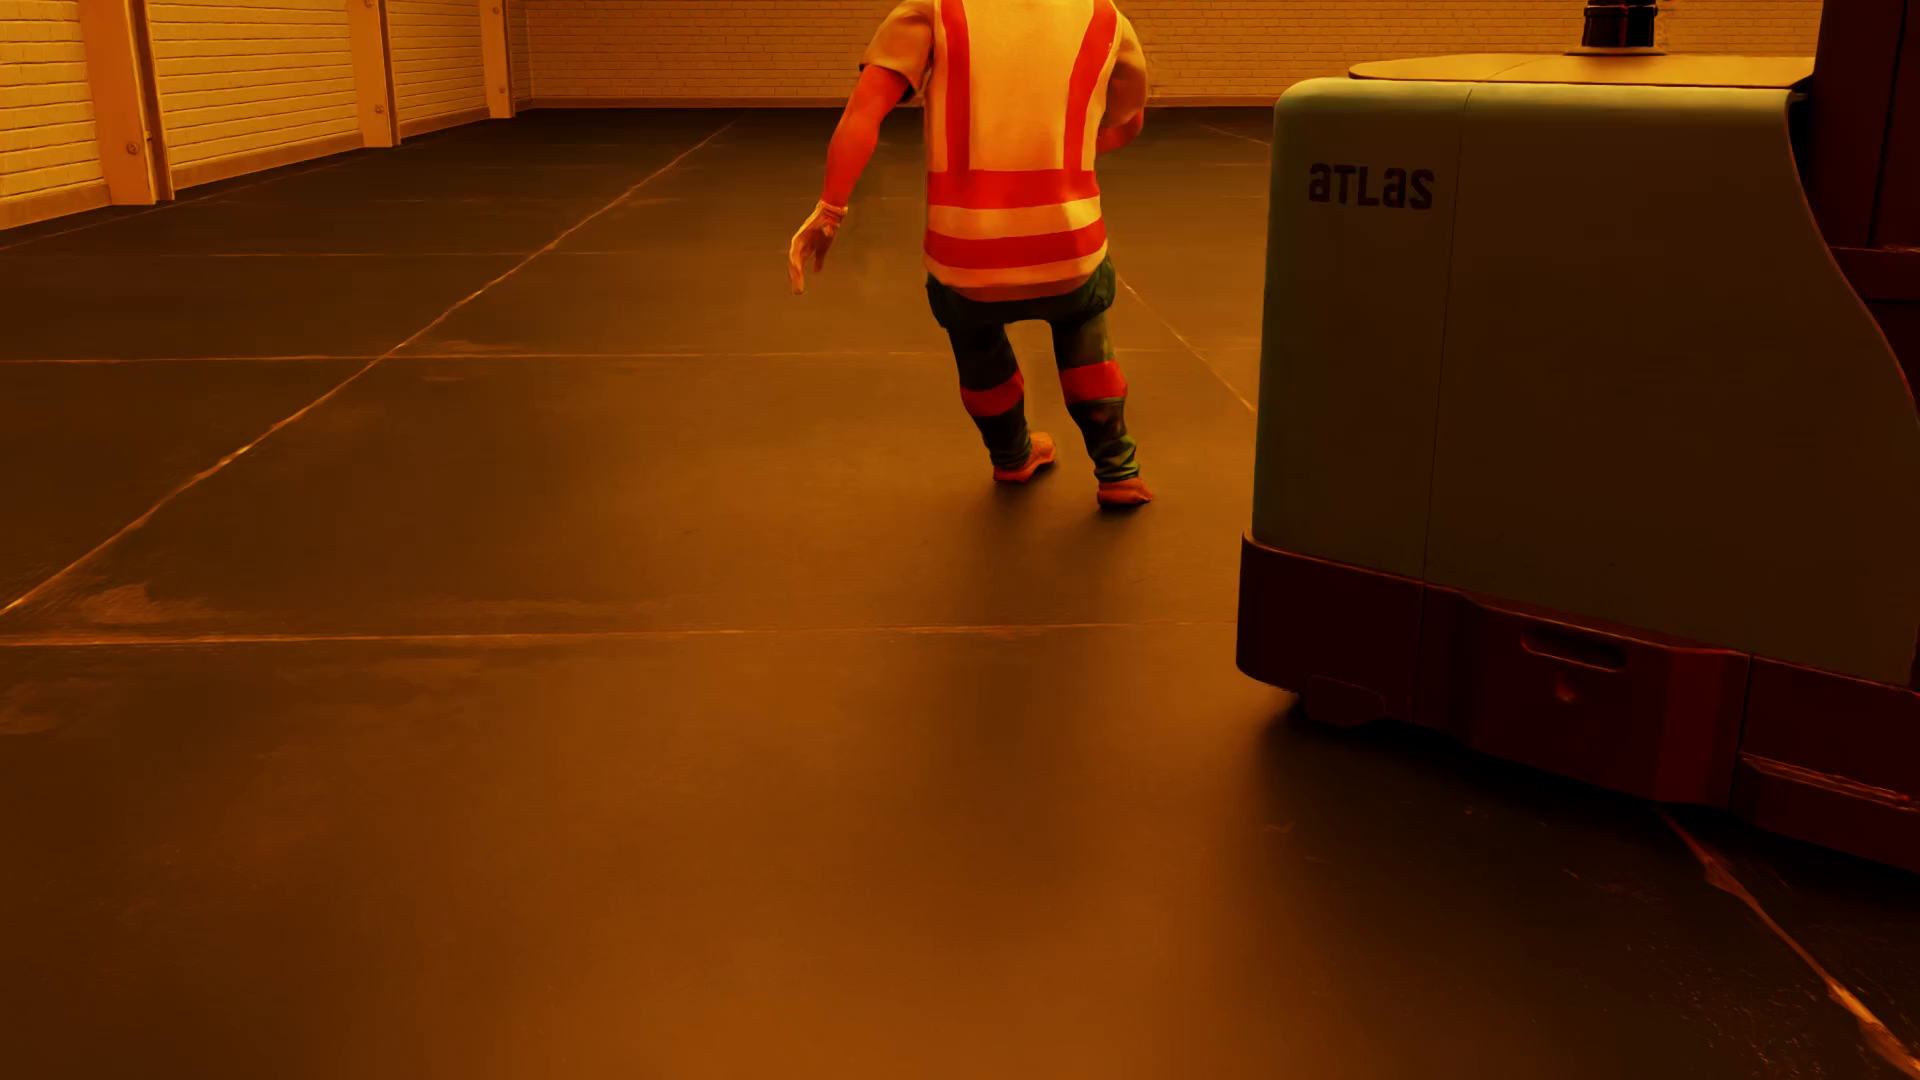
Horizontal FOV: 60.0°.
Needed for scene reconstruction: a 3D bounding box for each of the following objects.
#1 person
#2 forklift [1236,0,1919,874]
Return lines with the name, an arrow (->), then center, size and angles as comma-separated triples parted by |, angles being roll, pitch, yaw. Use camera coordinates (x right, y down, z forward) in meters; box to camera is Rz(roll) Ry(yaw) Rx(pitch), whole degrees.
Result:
person -> 0.055, -0.766, 3.987 | 0.928, 1.534, 0.947 | -1, 17, -5
forklift -> 1.937, -0.935, 1.963 | 3.031, 2.935, 1.130 | 14, 22, 38
